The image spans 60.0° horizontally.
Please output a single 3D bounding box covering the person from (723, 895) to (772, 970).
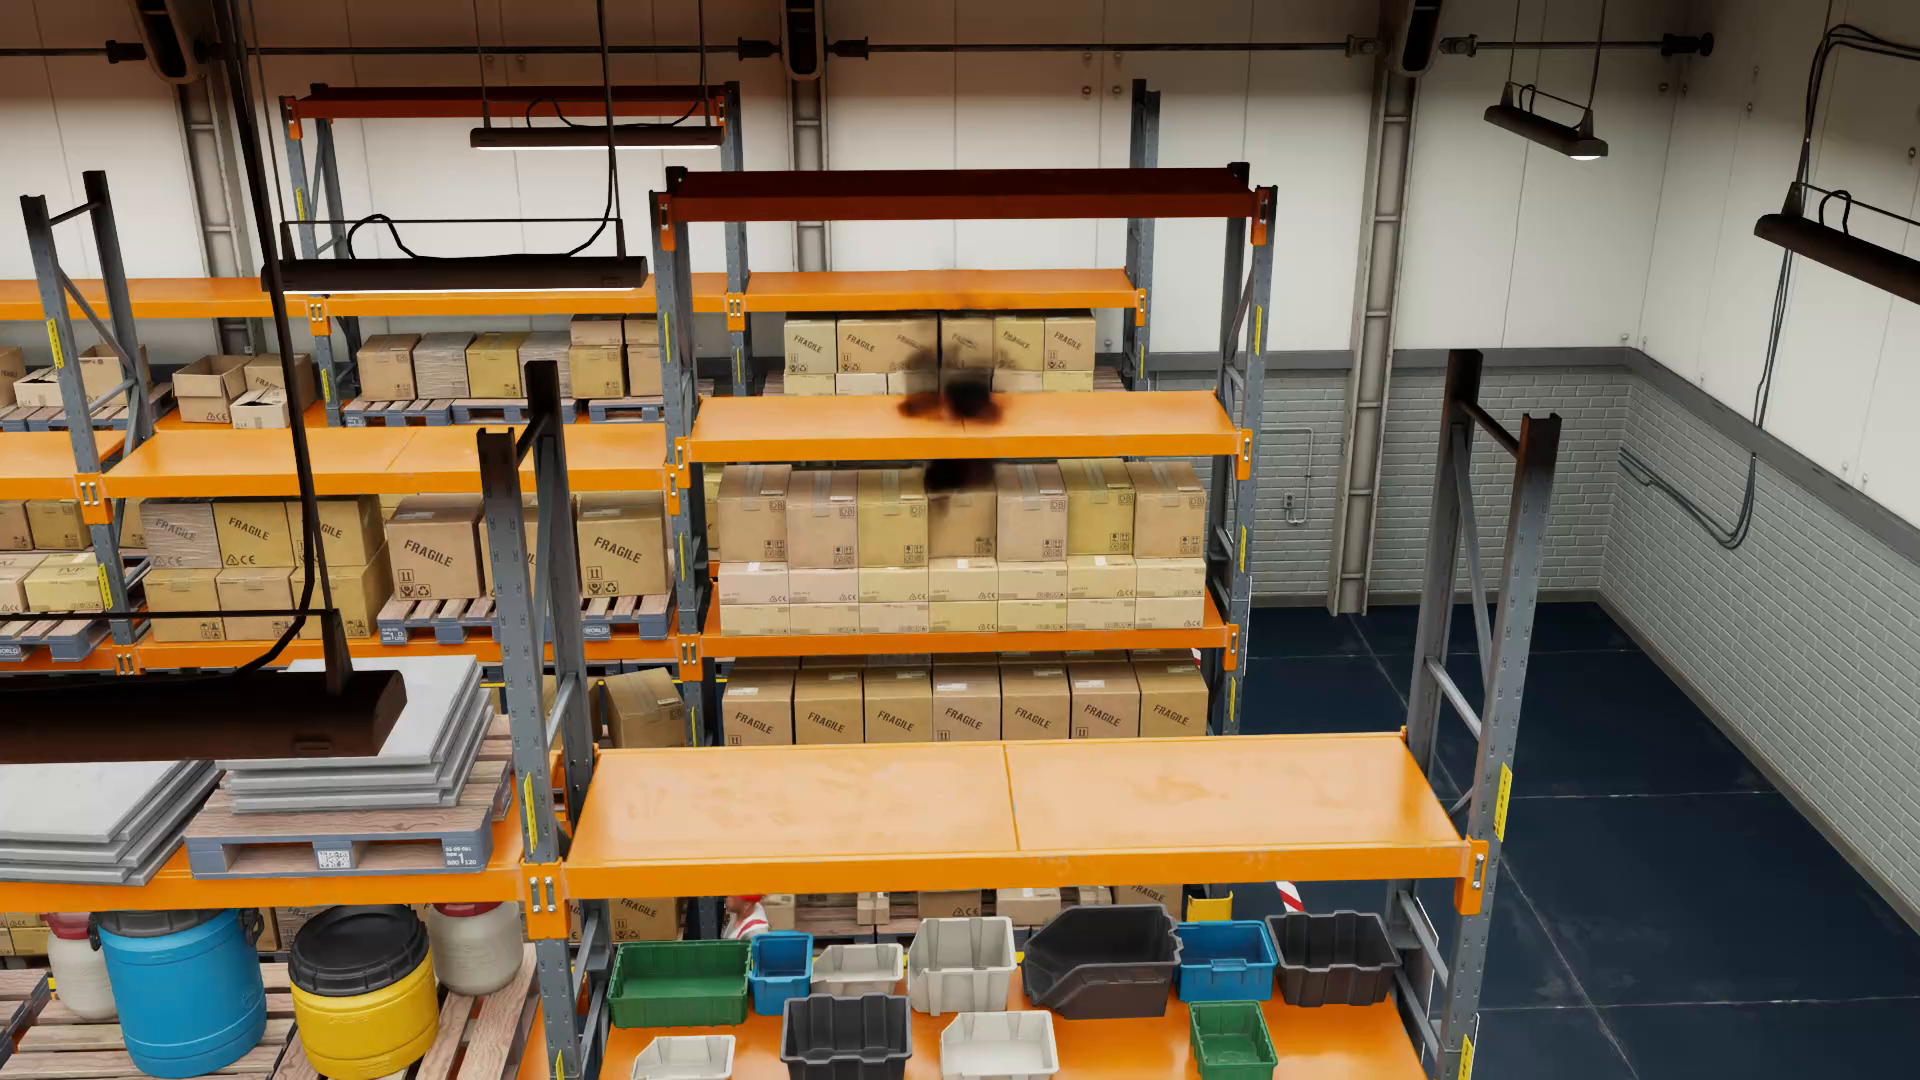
[{"bbox_3d":[-1.454,3.014,11.132,0.644,1.754,0.629,-3,22,-8],"label":"person"}]
